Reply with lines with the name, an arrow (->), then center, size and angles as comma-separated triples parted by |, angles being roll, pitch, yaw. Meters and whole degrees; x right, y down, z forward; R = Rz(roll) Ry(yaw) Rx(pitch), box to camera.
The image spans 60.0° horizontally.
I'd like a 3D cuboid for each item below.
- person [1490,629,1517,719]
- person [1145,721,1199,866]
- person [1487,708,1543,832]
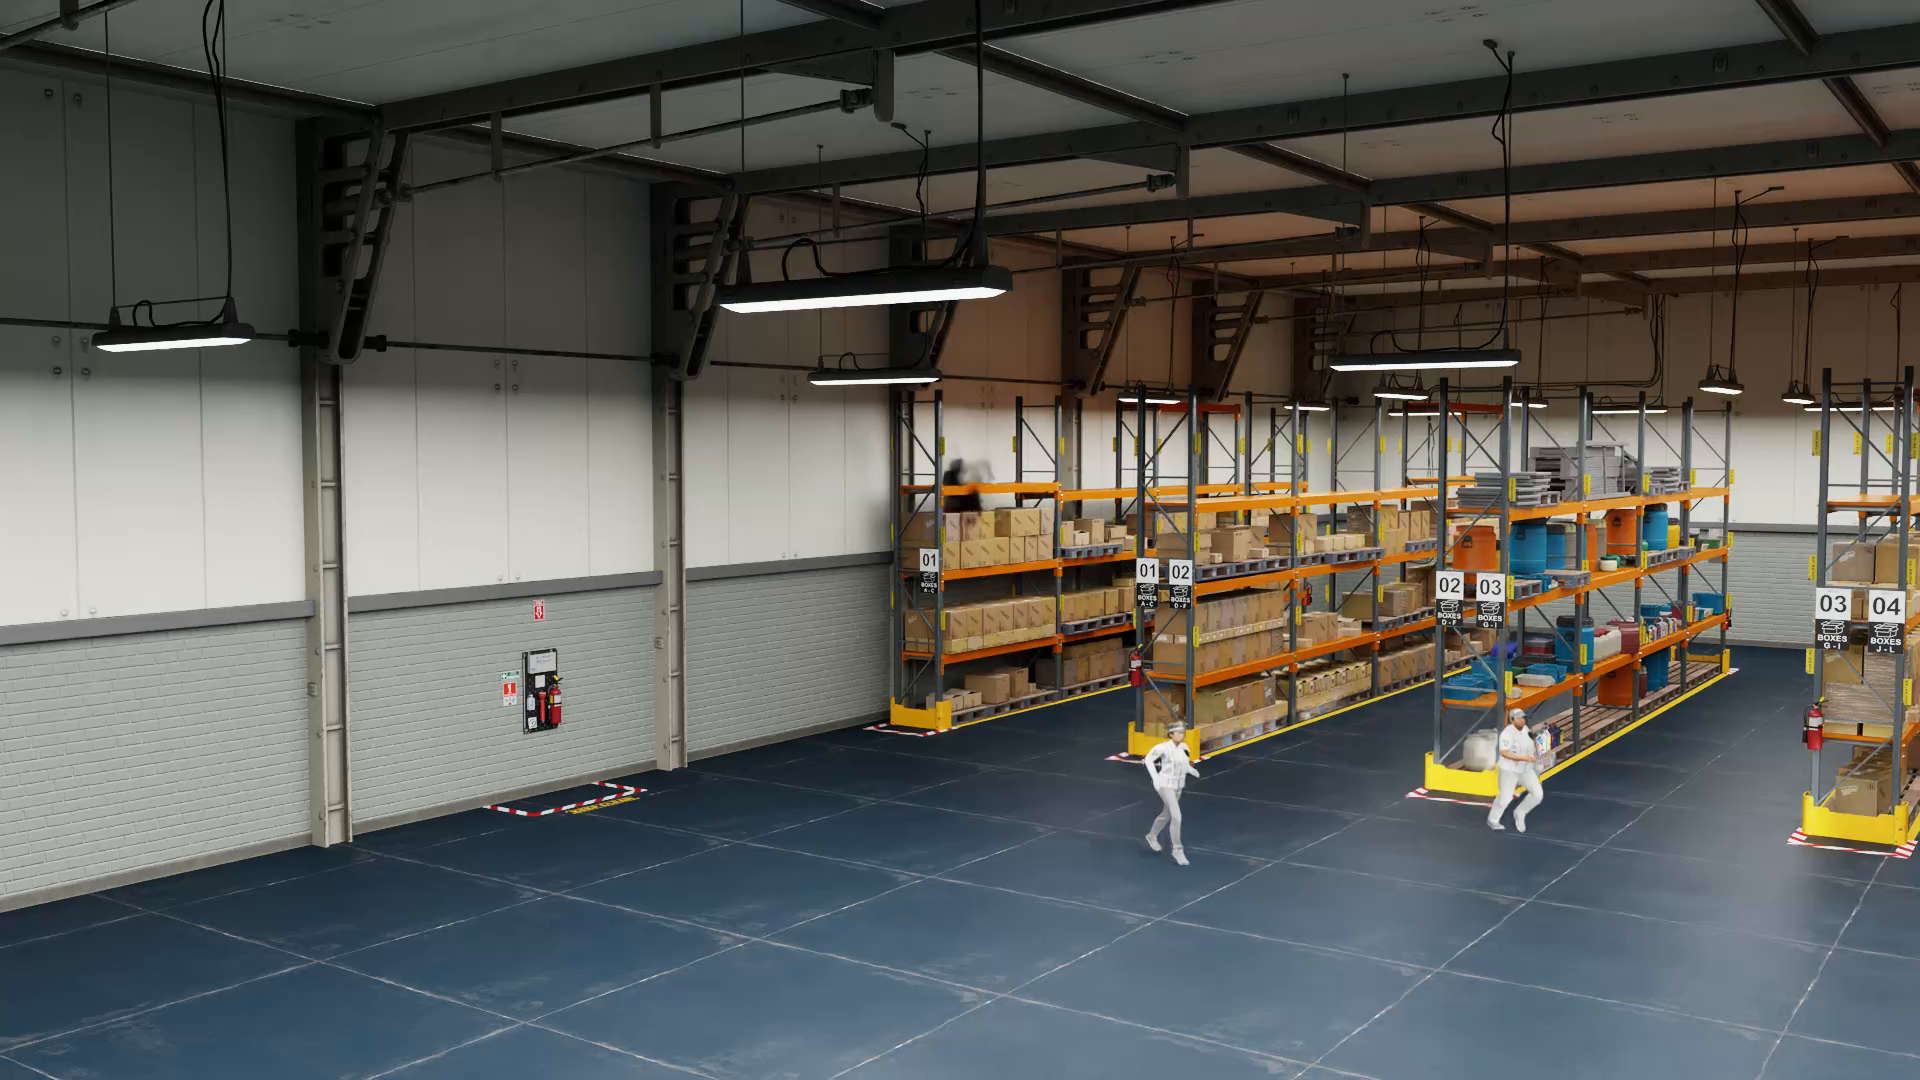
person -> 10.030, 2.453, 30.598 | 0.581, 1.632, 0.887 | 2, 4, 28
person -> 2.555, 3.034, 20.176 | 0.541, 1.725, 0.844 | -3, 4, -39
person -> 7.184, 2.961, 21.421 | 0.617, 1.619, 0.811 | -1, 3, -21
